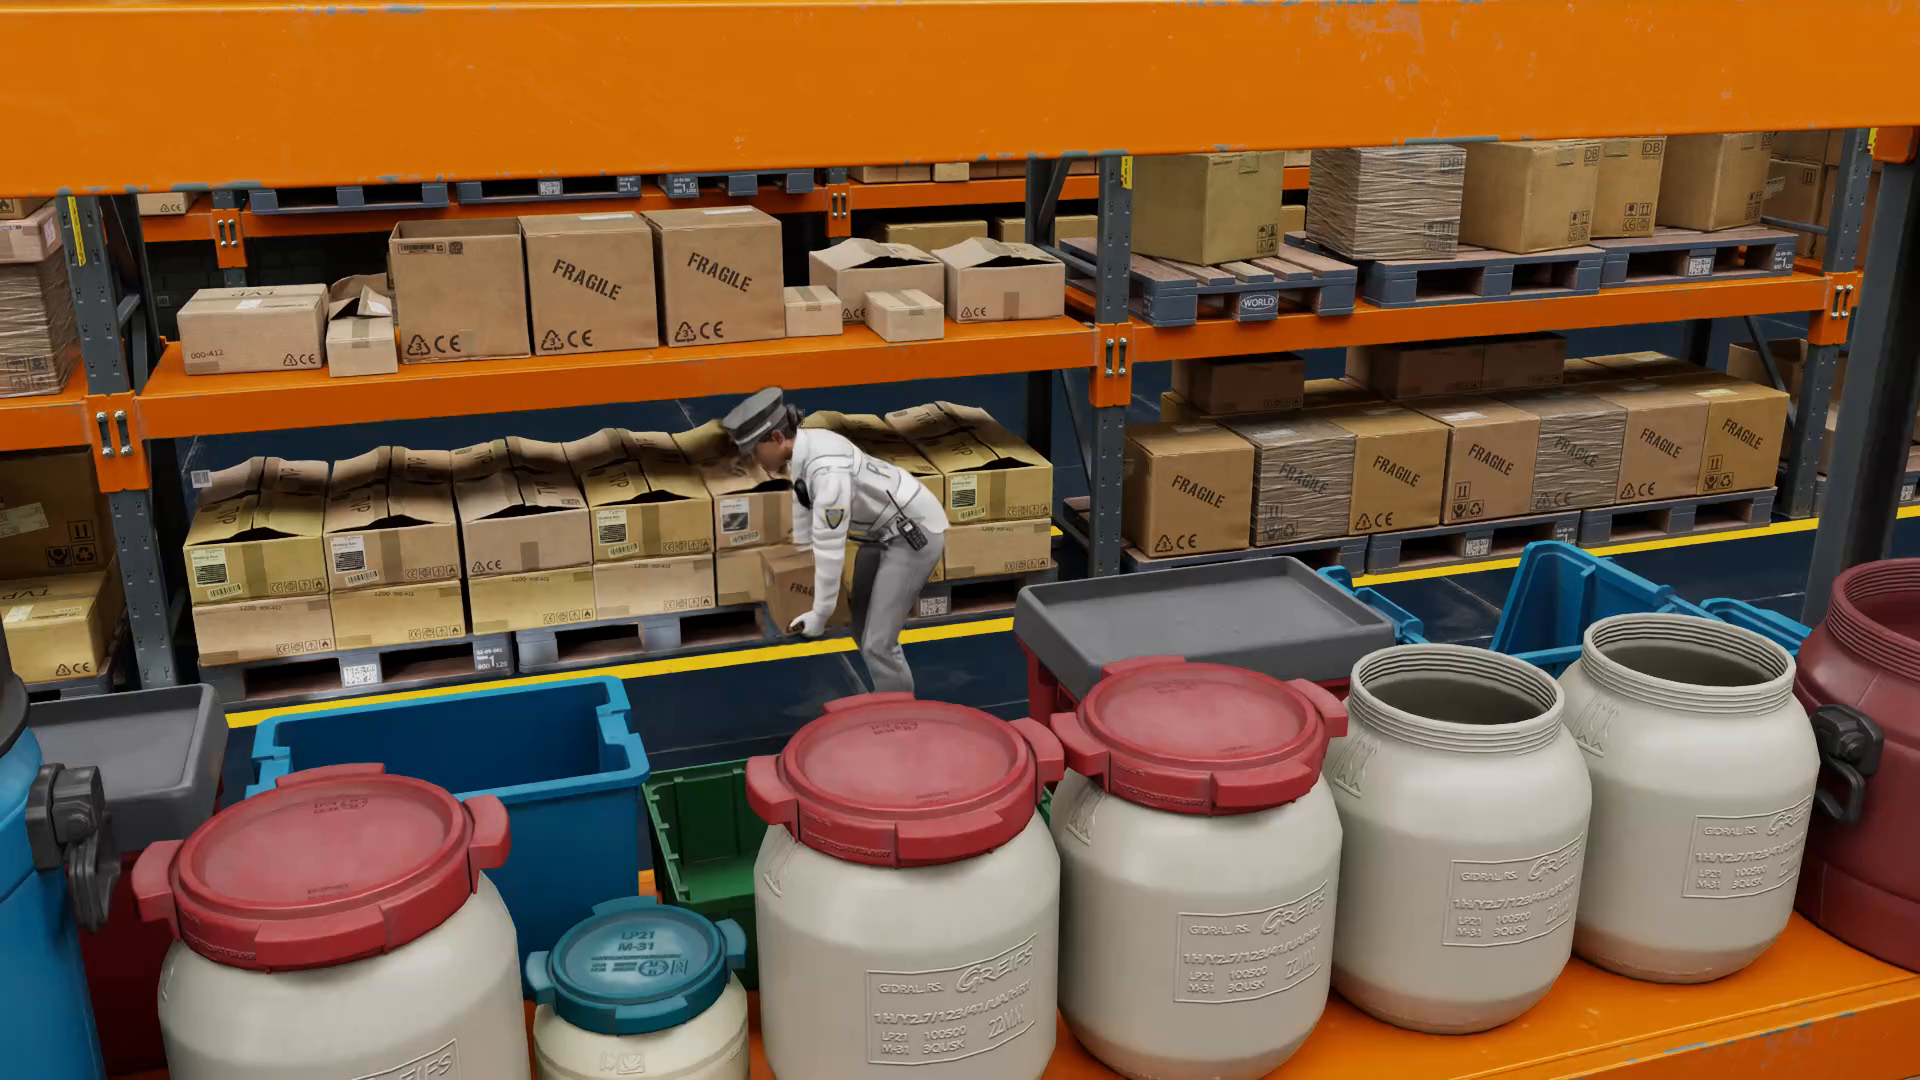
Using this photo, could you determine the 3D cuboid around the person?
[{"bbox_3d":[-0.448,0.127,6.071,0.813,1.429,0.412,-7,20,-18],"label":"person"}]
